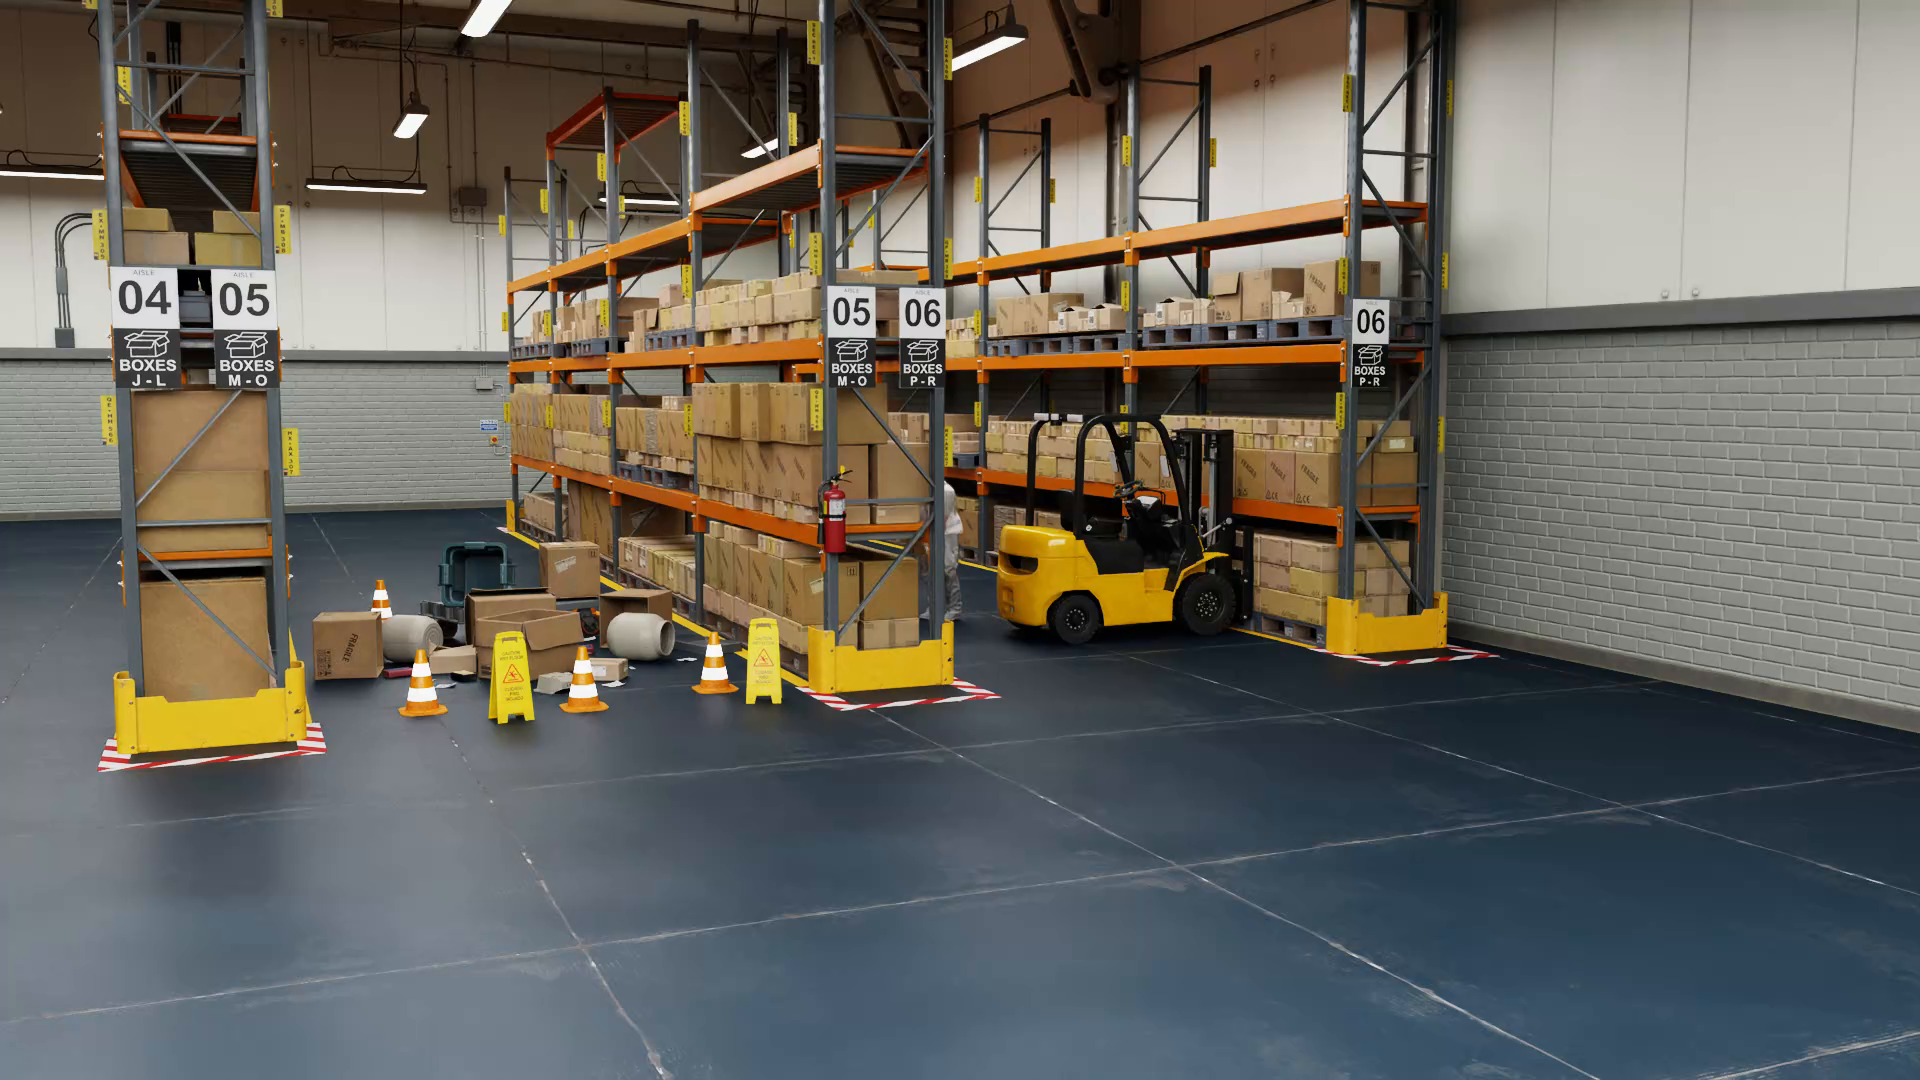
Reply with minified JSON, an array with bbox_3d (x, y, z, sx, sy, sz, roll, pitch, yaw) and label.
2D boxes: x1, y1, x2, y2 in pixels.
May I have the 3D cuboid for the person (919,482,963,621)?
[{"bbox_3d":[-0.254,-0.008,17.138,0.481,1.697,0.657,4,7,36],"label":"person"}]
